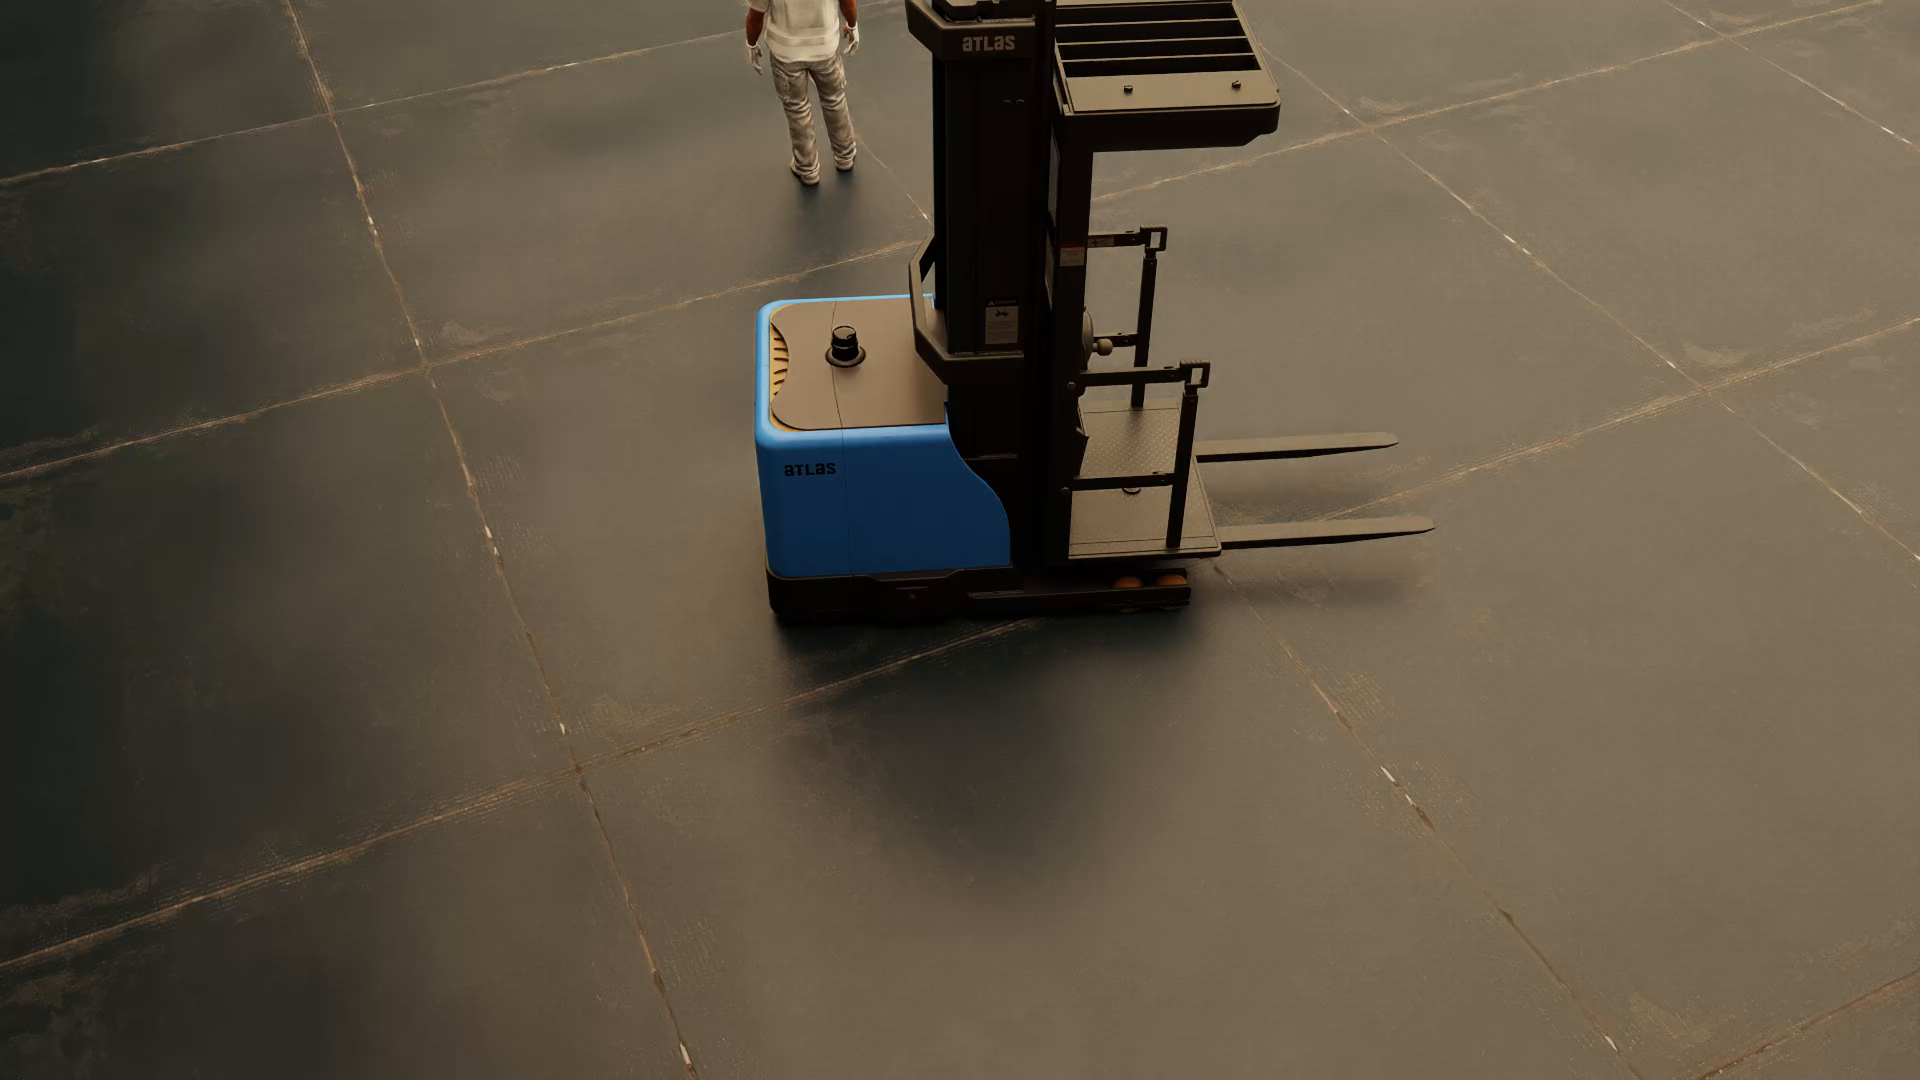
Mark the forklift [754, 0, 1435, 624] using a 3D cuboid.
[{"bbox_3d":[0.627,-1.106,6.866,3.031,2.935,1.130,-3,43,-3],"label":"forklift"}]

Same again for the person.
[{"bbox_3d":[-0.914,-2.901,9.619,0.657,1.783,0.576,-10,44,-10],"label":"person"}]
